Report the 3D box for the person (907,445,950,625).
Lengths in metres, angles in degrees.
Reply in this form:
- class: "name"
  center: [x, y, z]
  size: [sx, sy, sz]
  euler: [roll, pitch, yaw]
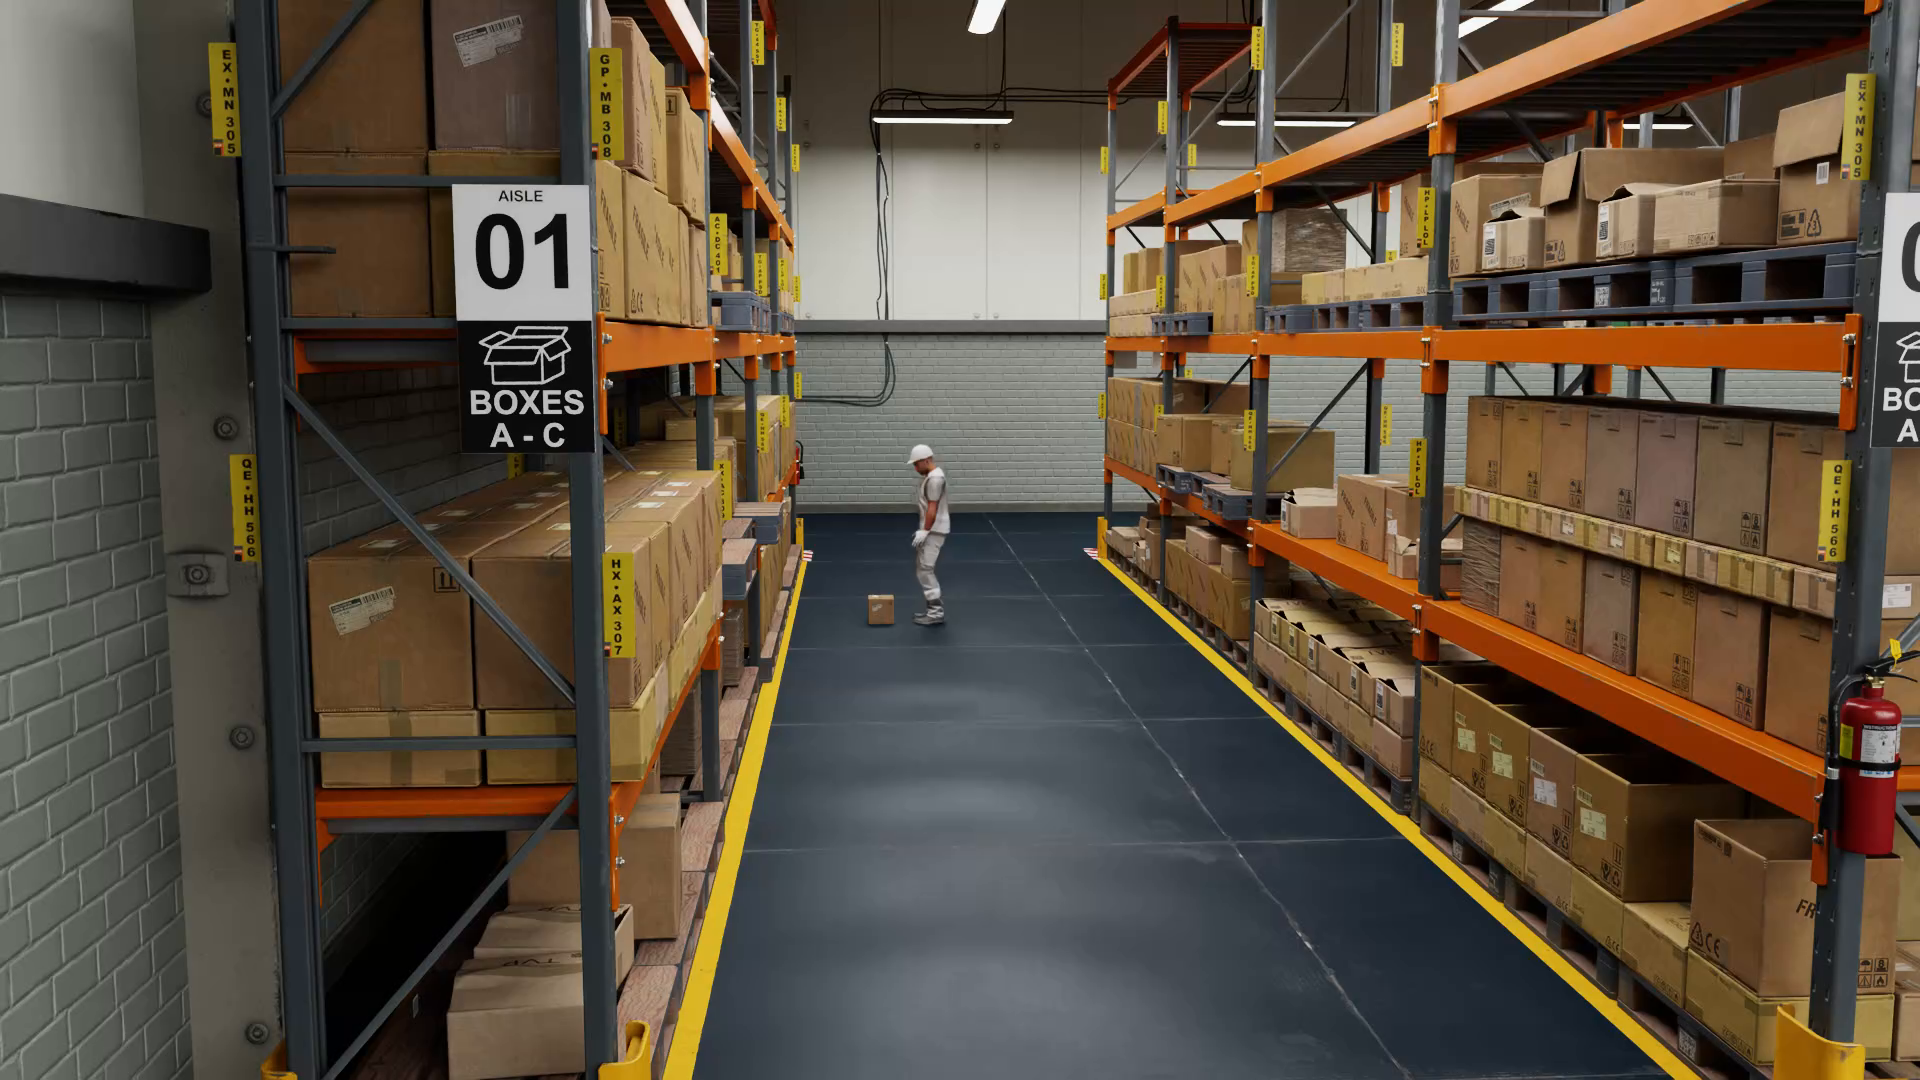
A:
- class: "person"
  center: [-0.308, -0.058, 16.296]
  size: [0.427, 1.751, 0.538]
  euler: [0, 7, -2]
